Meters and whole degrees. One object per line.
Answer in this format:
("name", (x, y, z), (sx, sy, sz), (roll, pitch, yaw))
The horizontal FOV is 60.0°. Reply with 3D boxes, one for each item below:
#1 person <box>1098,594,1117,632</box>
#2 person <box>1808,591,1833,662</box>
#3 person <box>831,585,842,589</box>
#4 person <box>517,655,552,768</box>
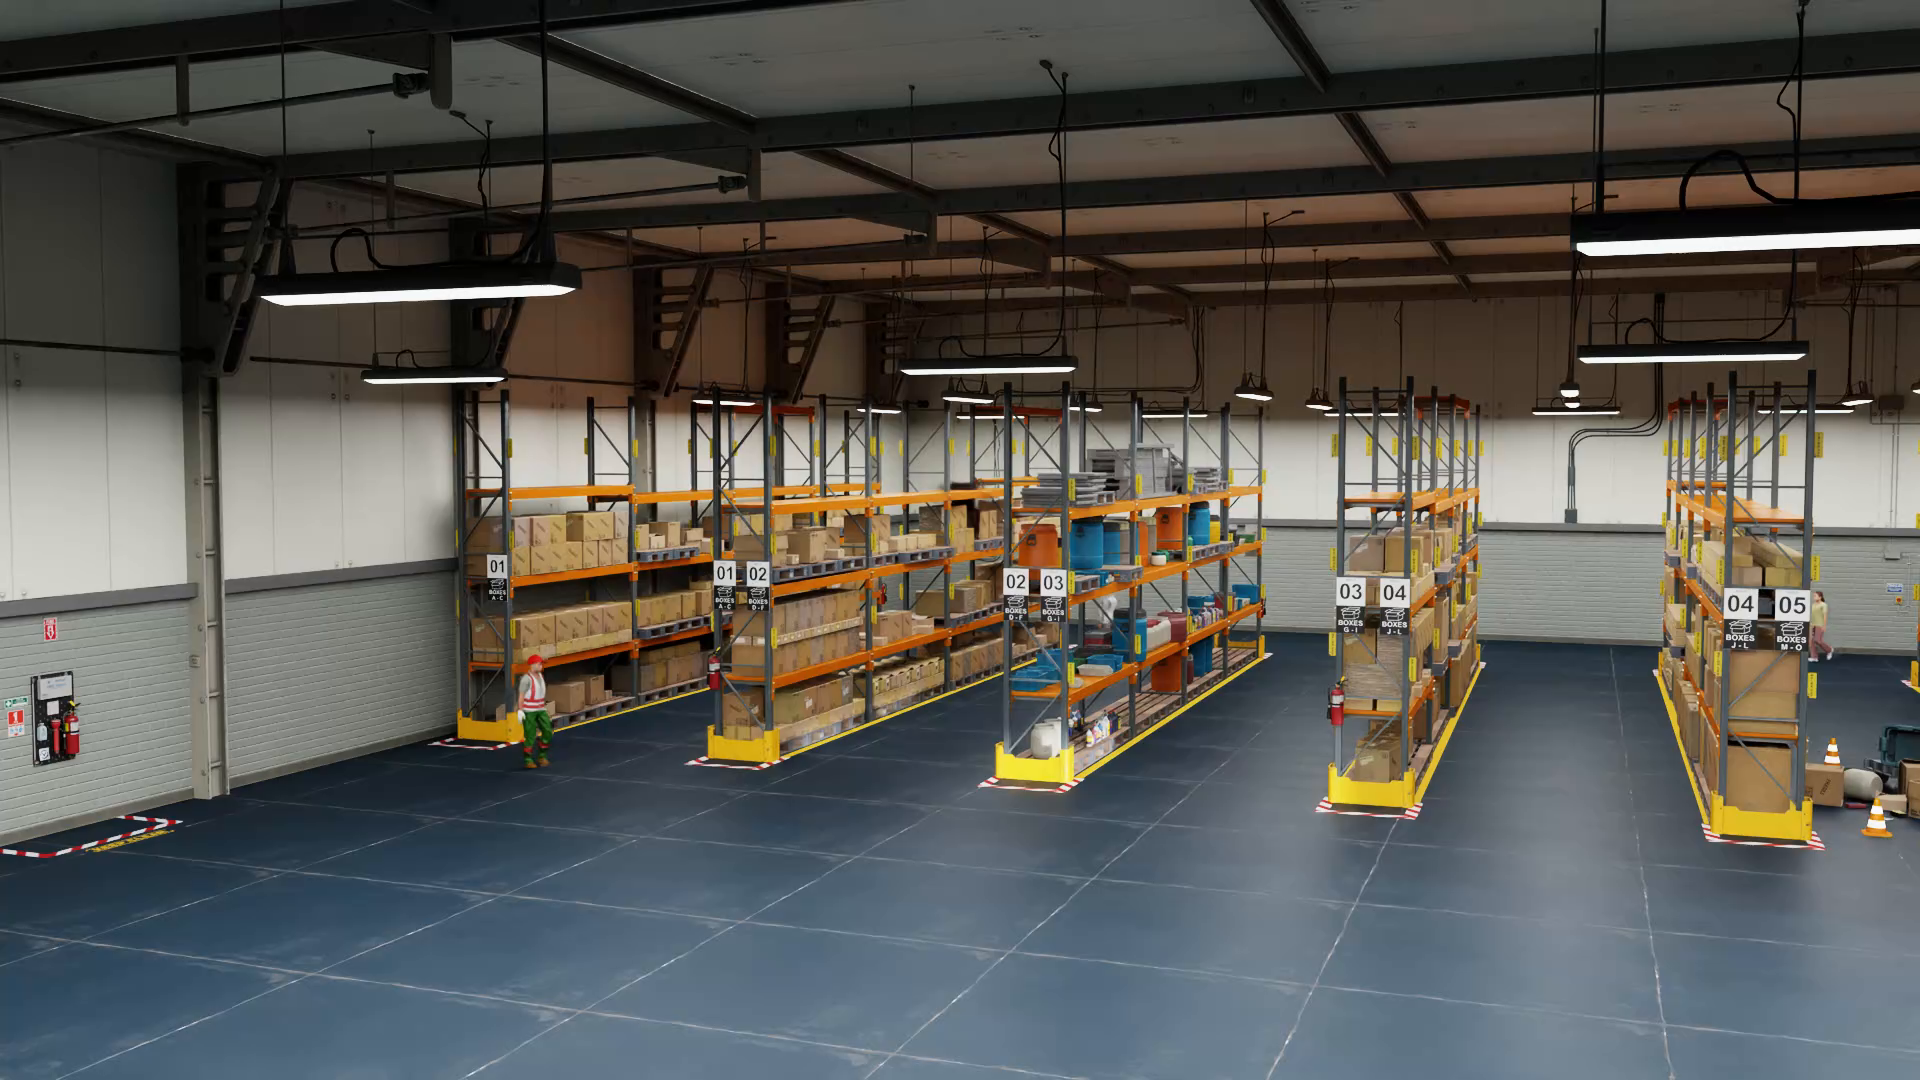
("person", (3.302, 1.876, 37.142), (0.376, 1.784, 0.536), (2, 4, 29))
("person", (20.087, 2.018, 38.883), (0.593, 1.654, 0.447), (-1, 3, -17))
("person", (-2.641, 1.903, 37.264), (0.624, 1.807, 0.479), (-2, 4, -36))
("person", (-6.687, 2.686, 26.037), (0.385, 1.788, 0.685), (2, 4, 28))
